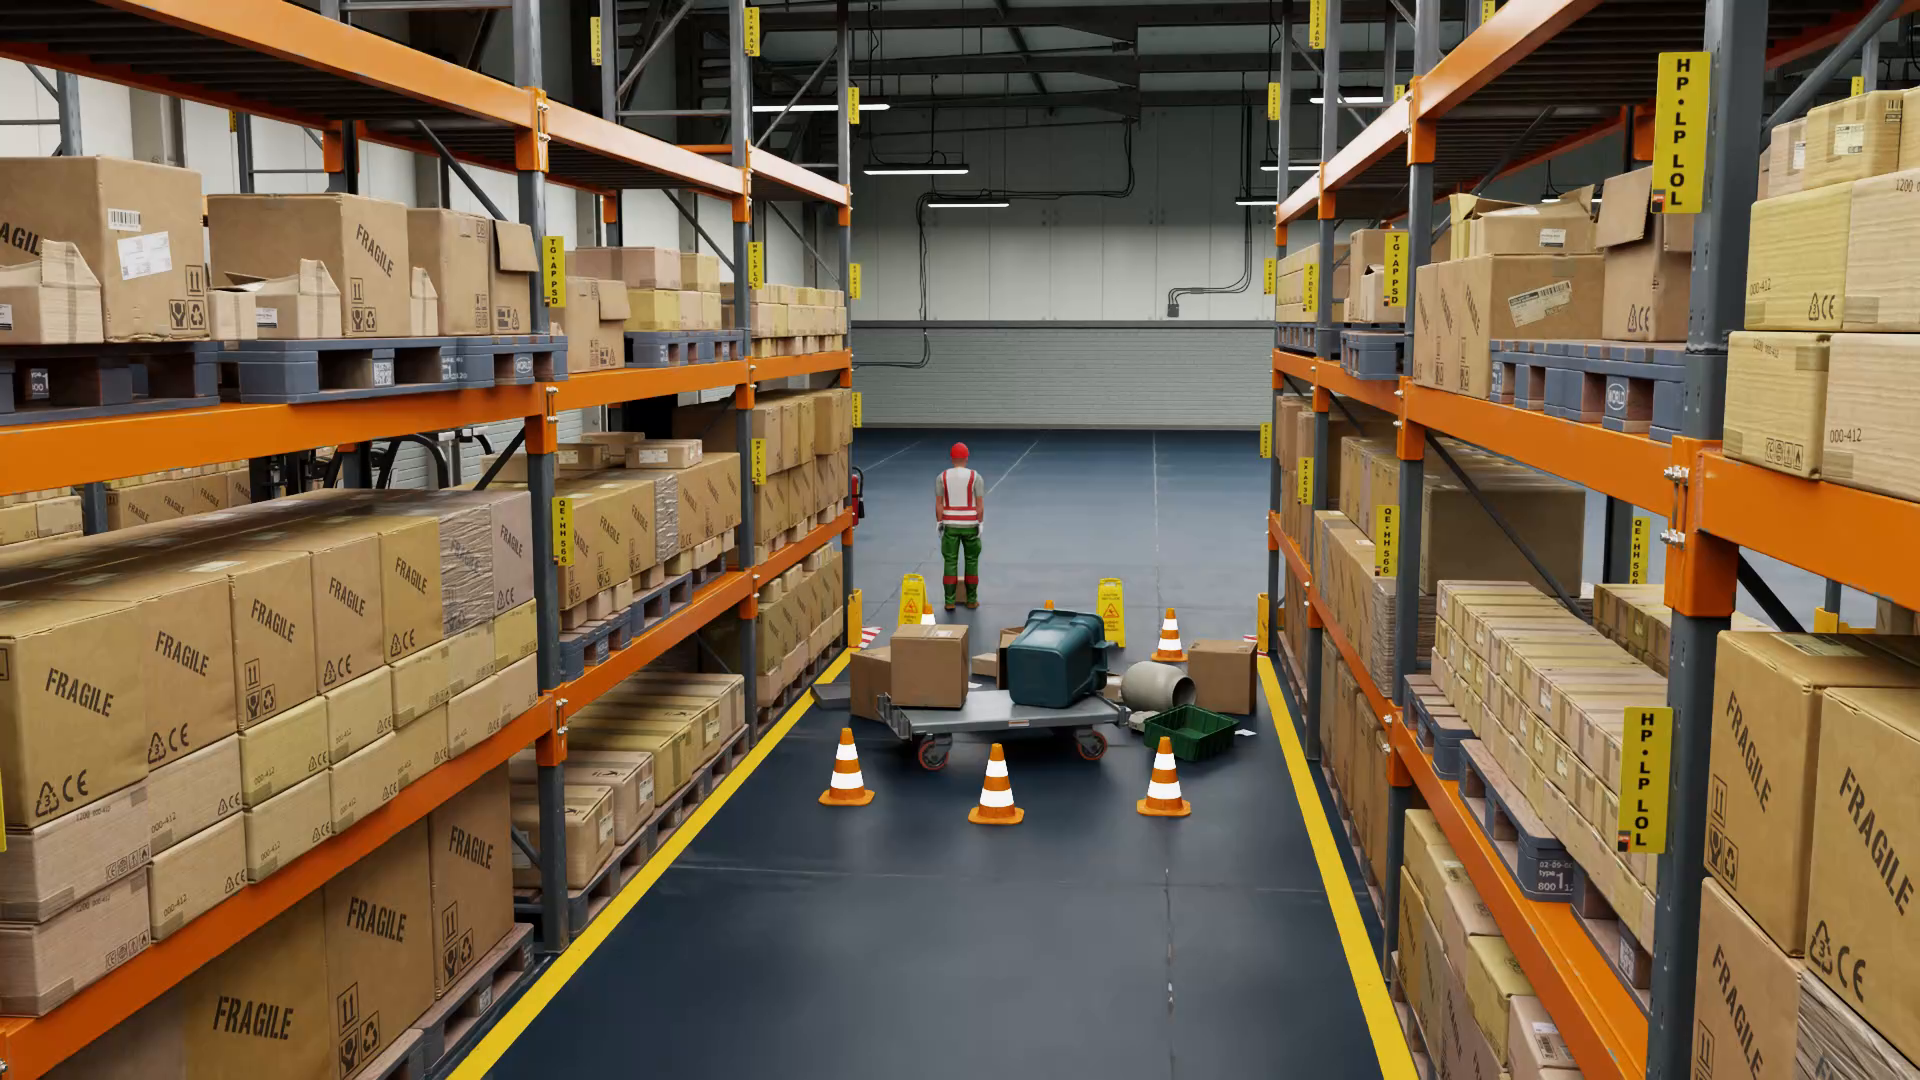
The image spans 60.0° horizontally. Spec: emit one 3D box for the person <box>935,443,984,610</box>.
[{"bbox_3d":[0.001,-0.152,17.881,0.523,1.795,0.373,1,8,8],"label":"person"}]
